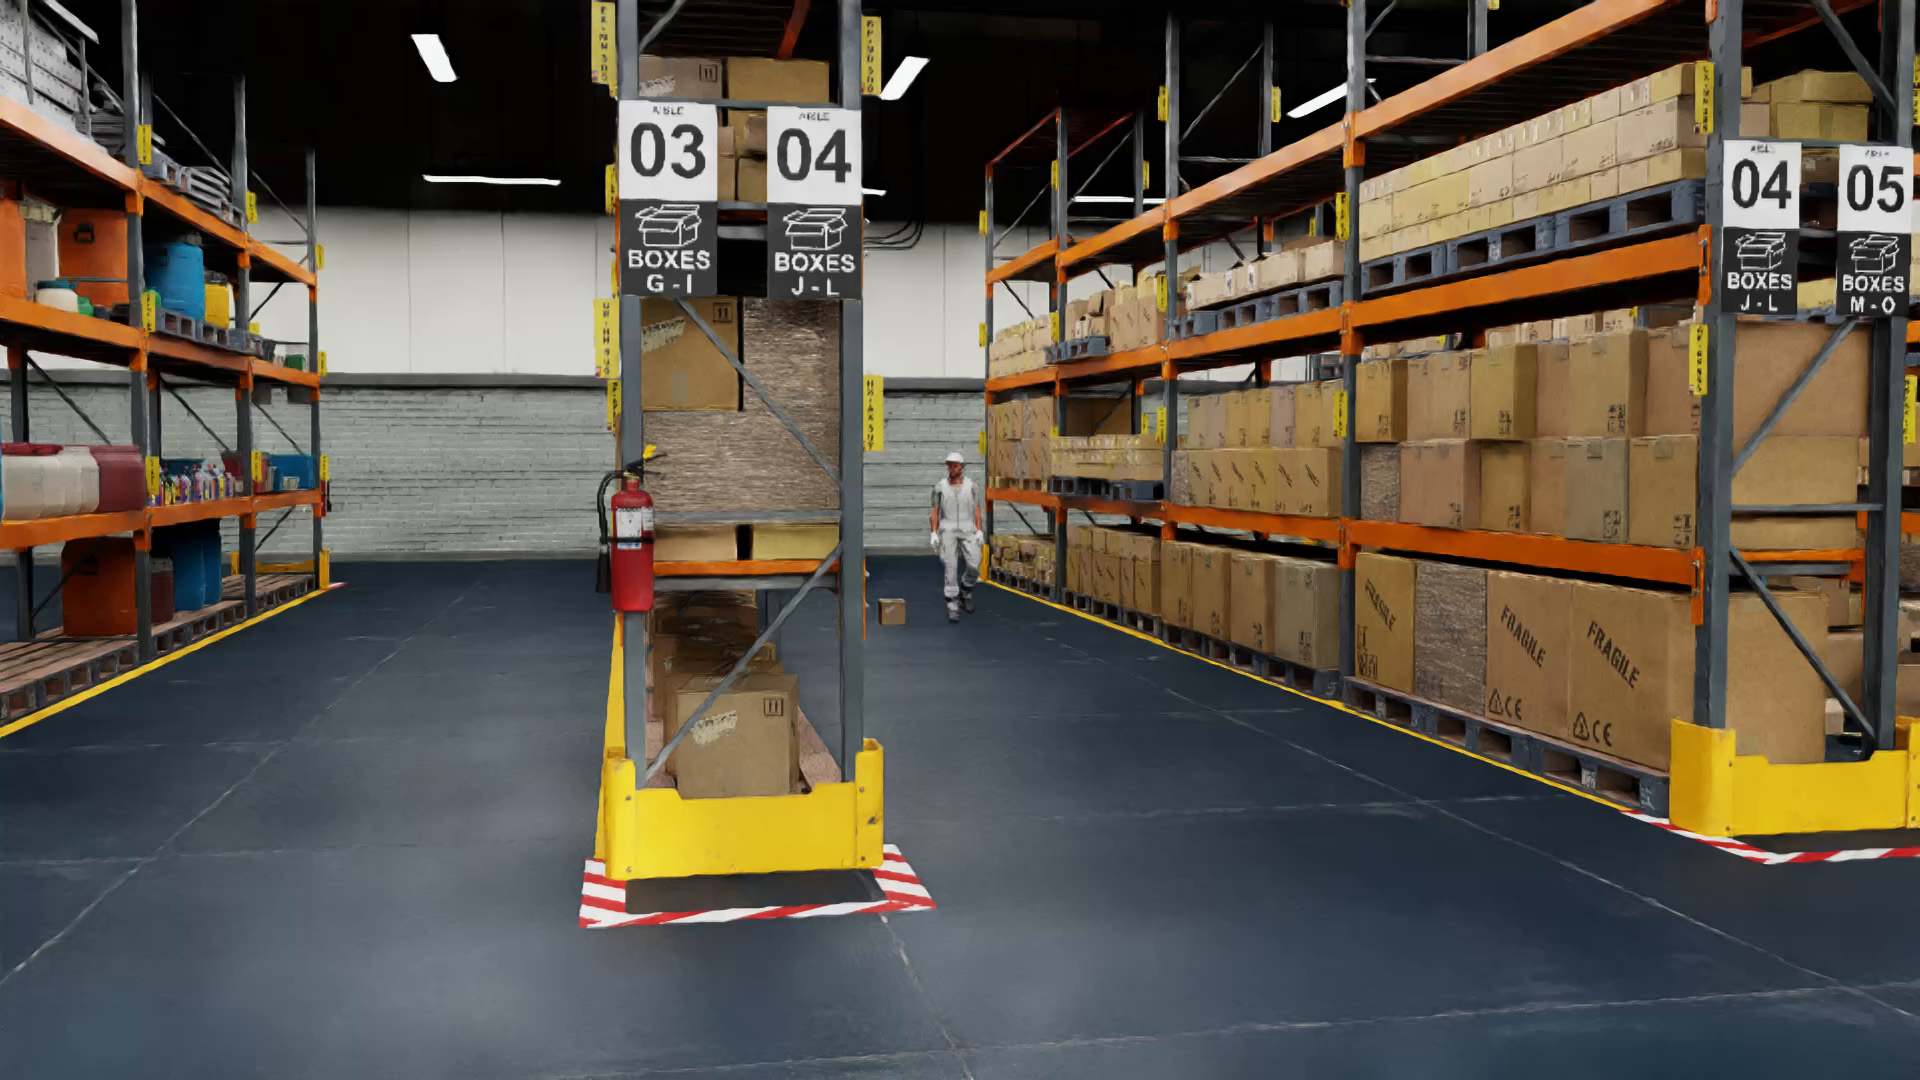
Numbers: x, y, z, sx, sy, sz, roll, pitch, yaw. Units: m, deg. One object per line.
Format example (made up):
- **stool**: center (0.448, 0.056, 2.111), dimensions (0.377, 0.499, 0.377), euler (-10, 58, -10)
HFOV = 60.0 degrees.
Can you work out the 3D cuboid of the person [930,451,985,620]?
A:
- **person**: center (-0.024, -0.051, 17.689), dimensions (0.584, 1.779, 0.632), euler (0, 3, -4)
